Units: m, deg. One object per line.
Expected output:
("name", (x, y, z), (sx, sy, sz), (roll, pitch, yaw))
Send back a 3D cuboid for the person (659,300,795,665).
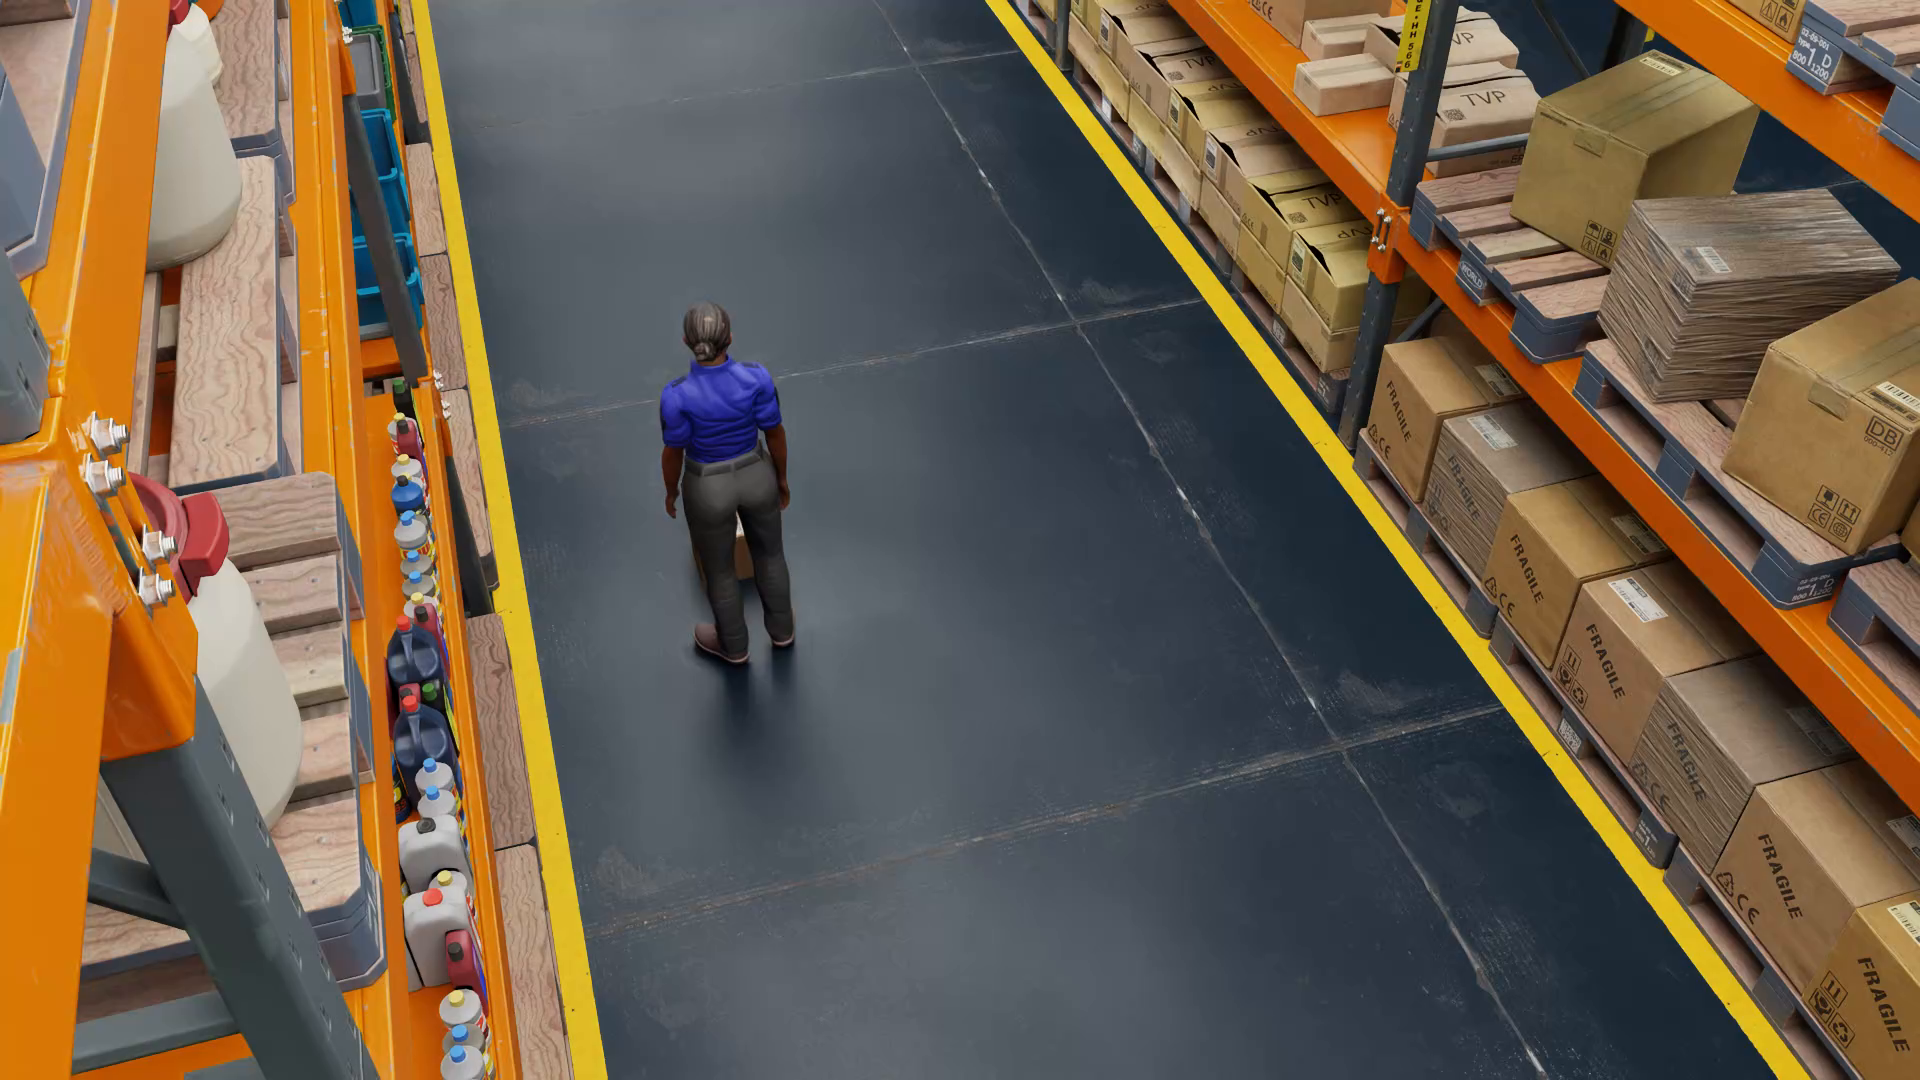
("person", (-0.886, -0.201, 6.357), (0.470, 1.665, 0.322), (-17, 45, -18))
